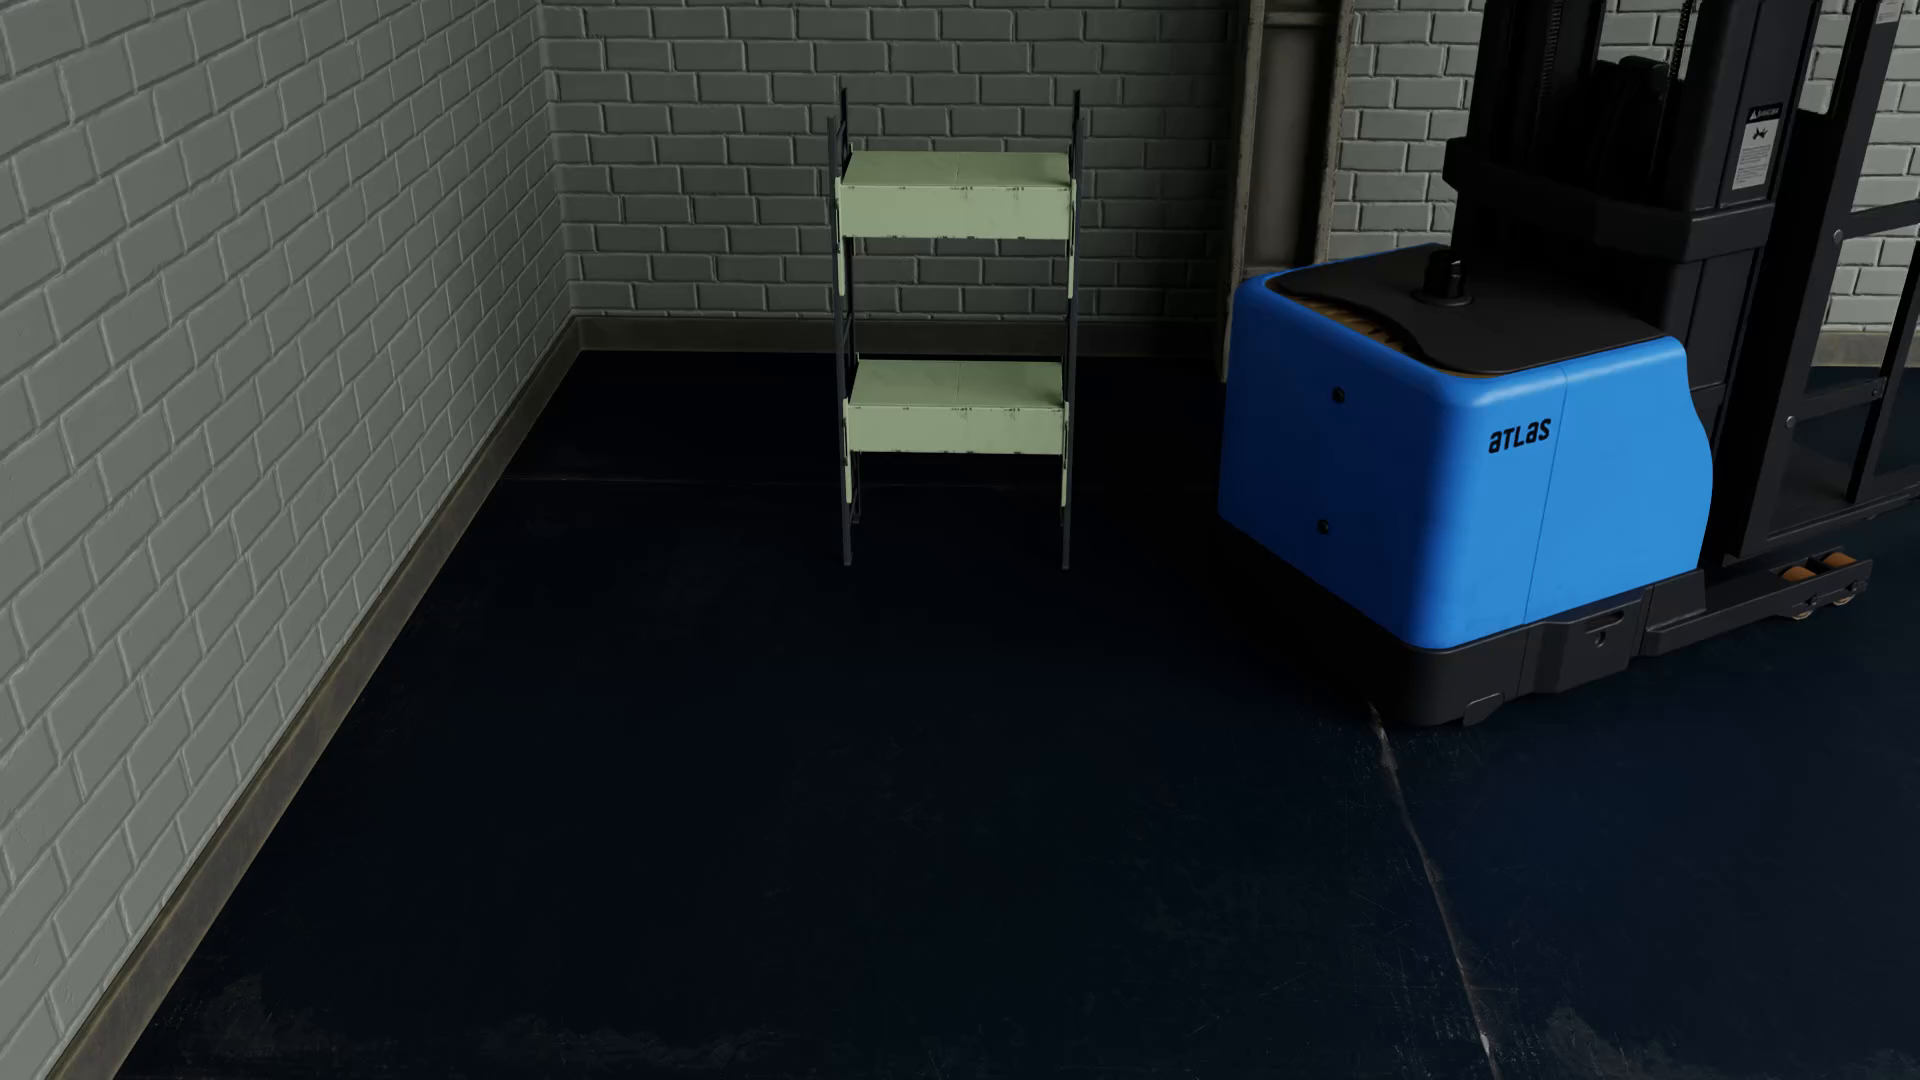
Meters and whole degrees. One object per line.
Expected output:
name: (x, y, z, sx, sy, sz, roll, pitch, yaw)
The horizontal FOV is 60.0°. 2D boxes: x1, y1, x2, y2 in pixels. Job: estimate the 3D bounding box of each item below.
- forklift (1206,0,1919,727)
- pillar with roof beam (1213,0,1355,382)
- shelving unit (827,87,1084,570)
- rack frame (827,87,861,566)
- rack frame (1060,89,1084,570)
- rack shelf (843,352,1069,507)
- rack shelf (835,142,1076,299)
forklift: (2.342, -1.246, 4.971, 3.031, 2.935, 1.130, -14, 31, -25)
pillar with roof beam: (1.145, -2.694, 1.225, 0.400, 9.000, 9.100, 1, 28, 2)
shelving unit: (-0.007, -0.663, 5.399, 0.755, 1.500, 0.431, 1, 28, 2)
rack frame: (-0.372, -0.669, 5.410, 0.023, 1.500, 0.400, 1, 28, 2)
rack frame: (0.359, -0.657, 5.388, 0.023, 1.500, 0.400, 1, 28, 2)
rack shelf: (-0.007, -0.375, 5.552, 0.720, 0.370, 0.431, 1, 28, 2)
rack shelf: (-0.007, -1.008, 5.216, 0.720, 0.370, 0.431, 1, 28, 2)
